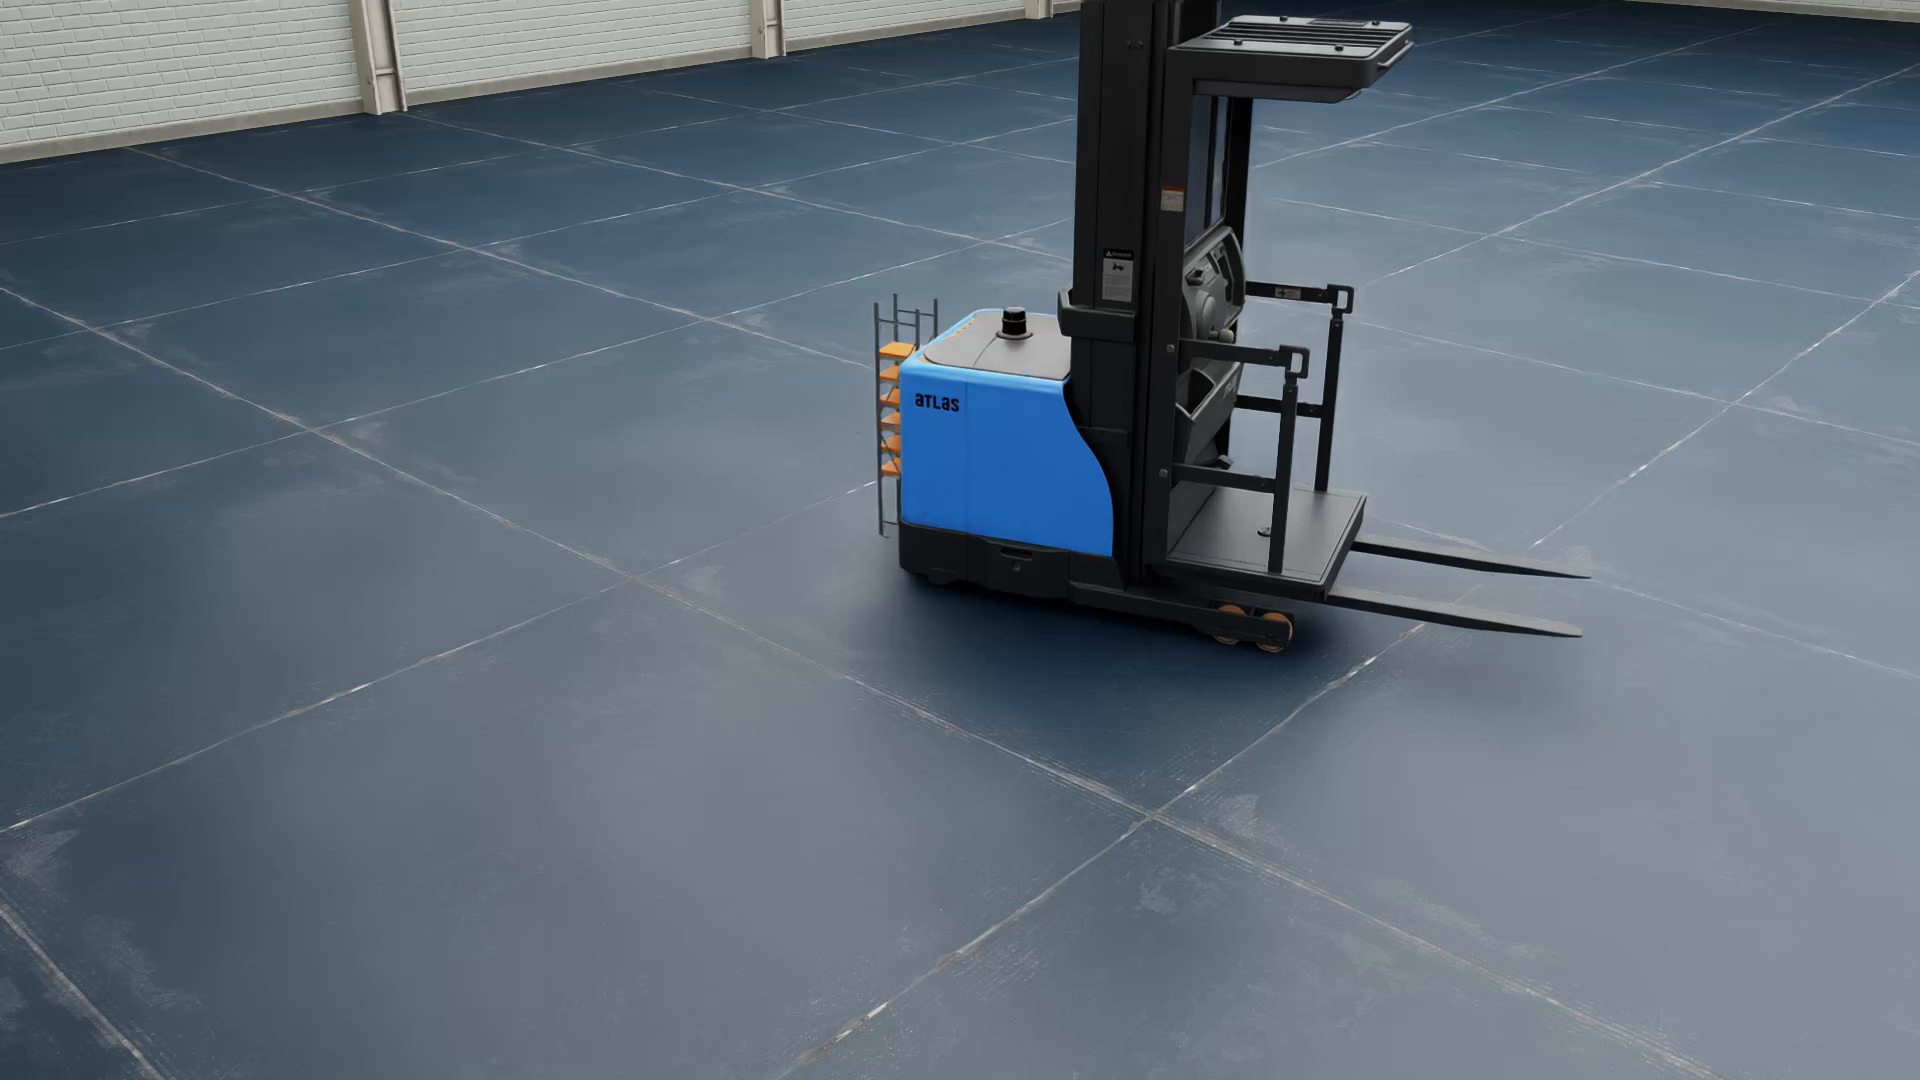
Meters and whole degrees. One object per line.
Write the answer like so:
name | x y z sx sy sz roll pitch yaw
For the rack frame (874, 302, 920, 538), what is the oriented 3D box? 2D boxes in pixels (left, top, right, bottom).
rack frame | -0.296 -0.545 7.999 0.240 1.200 0.006 12 27 25

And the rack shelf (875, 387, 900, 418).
rack shelf | -0.254 -0.647 8.043 0.258 0.103 0.180 12 27 25

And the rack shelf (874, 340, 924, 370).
rack shelf | -0.254 -0.866 7.945 0.258 0.103 0.180 12 27 25

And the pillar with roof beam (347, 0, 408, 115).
pillar with roof beam | -3.503 -7.939 14.958 9.100 9.000 0.400 20 31 38

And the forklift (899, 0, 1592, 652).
forklift | 1.282 -1.101 7.123 3.031 2.935 1.130 10 26 20

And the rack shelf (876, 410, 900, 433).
rack shelf | -0.254 -0.538 8.092 0.258 0.103 0.180 12 27 25

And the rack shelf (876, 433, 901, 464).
rack shelf | -0.254 -0.428 8.141 0.258 0.103 0.180 12 27 25

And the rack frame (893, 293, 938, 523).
rack frame | -0.212 -0.612 8.148 0.240 1.200 0.006 12 27 25

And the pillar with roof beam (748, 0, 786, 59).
pillar with roof beam | 0.502 -9.767 19.035 9.100 9.000 0.400 20 31 38

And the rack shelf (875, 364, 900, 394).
rack shelf | -0.254 -0.757 7.994 0.258 0.103 0.180 12 27 25

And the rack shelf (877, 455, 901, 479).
rack shelf | -0.254 -0.319 8.190 0.258 0.103 0.180 12 27 25

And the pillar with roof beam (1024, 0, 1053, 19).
pillar with roof beam | 4.506 -11.595 23.112 9.100 9.000 0.400 20 31 38

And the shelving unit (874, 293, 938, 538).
shelving unit | -0.254 -0.578 8.074 0.258 1.200 0.189 12 27 25
